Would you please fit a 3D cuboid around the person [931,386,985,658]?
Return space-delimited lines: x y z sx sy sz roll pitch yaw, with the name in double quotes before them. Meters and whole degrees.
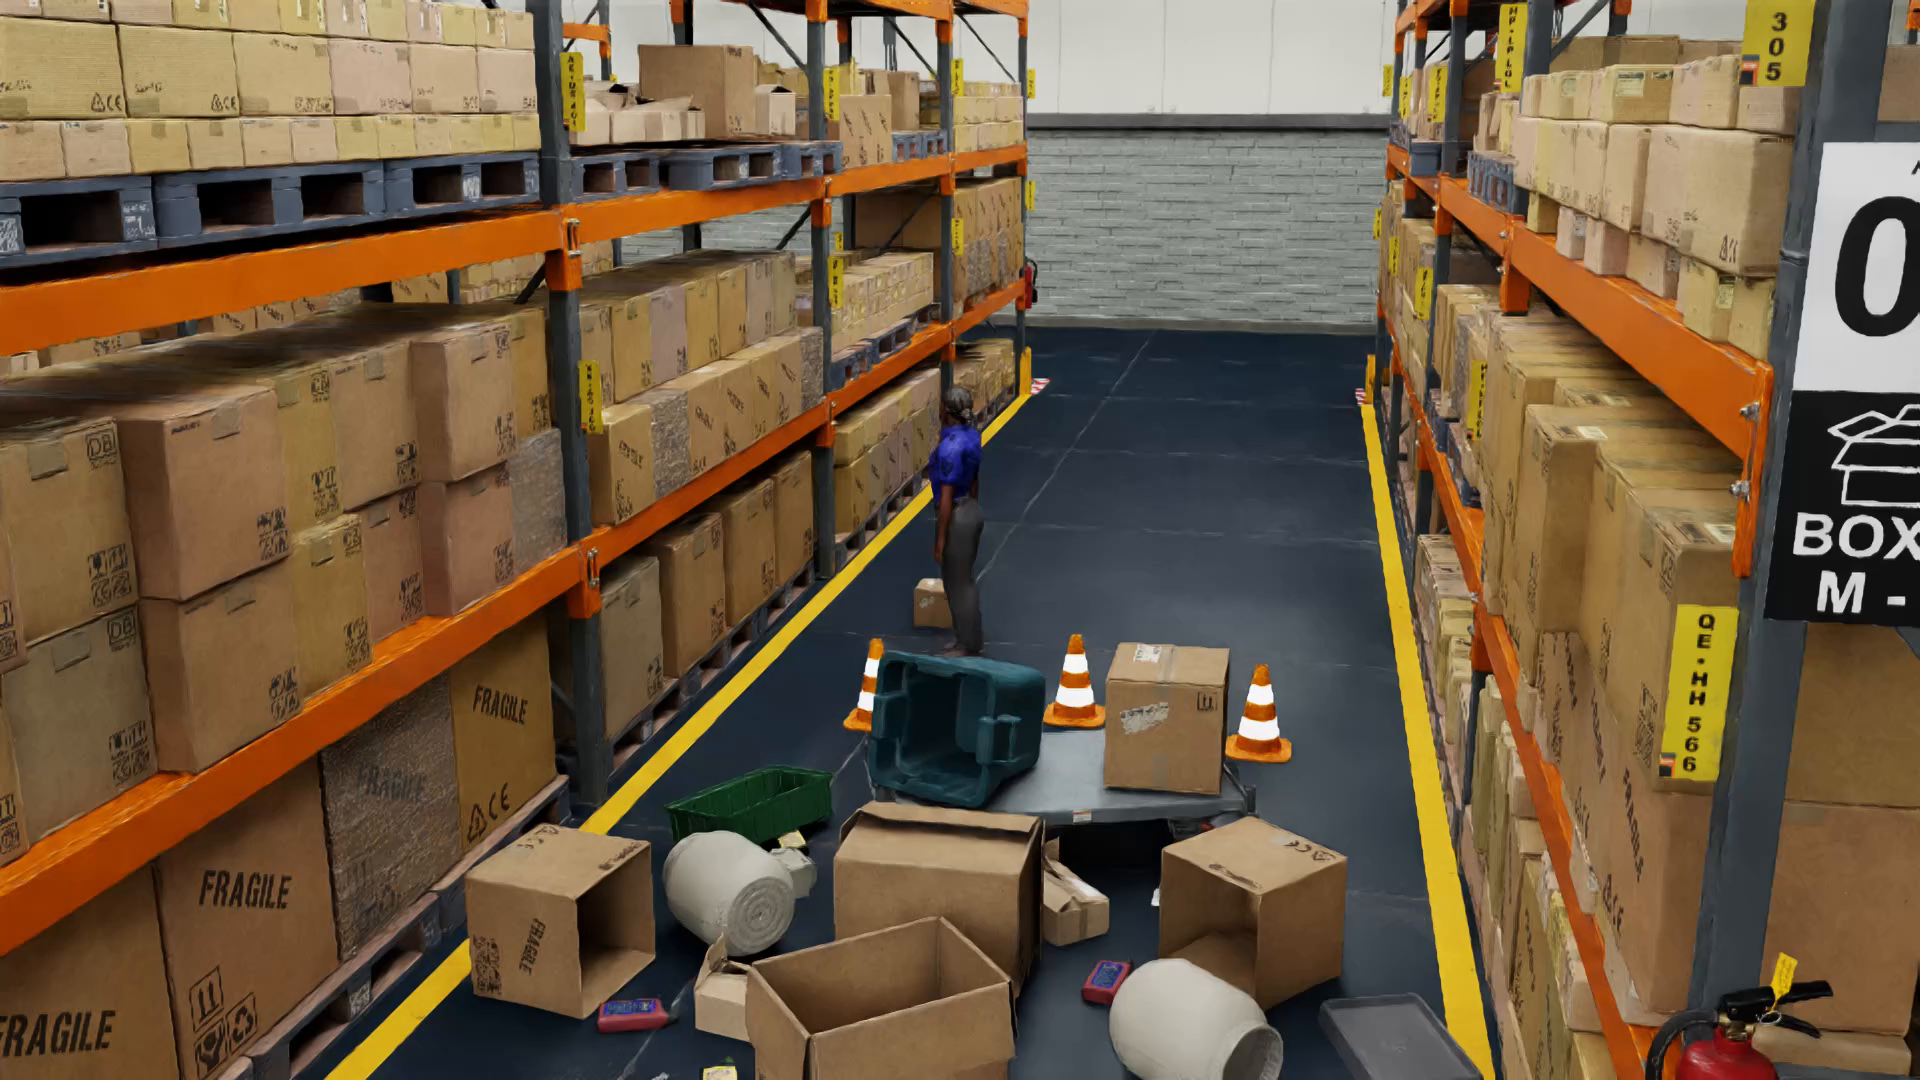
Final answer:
"person" -0.014 -0.075 9.762 0.295 1.666 0.565 4 15 16
